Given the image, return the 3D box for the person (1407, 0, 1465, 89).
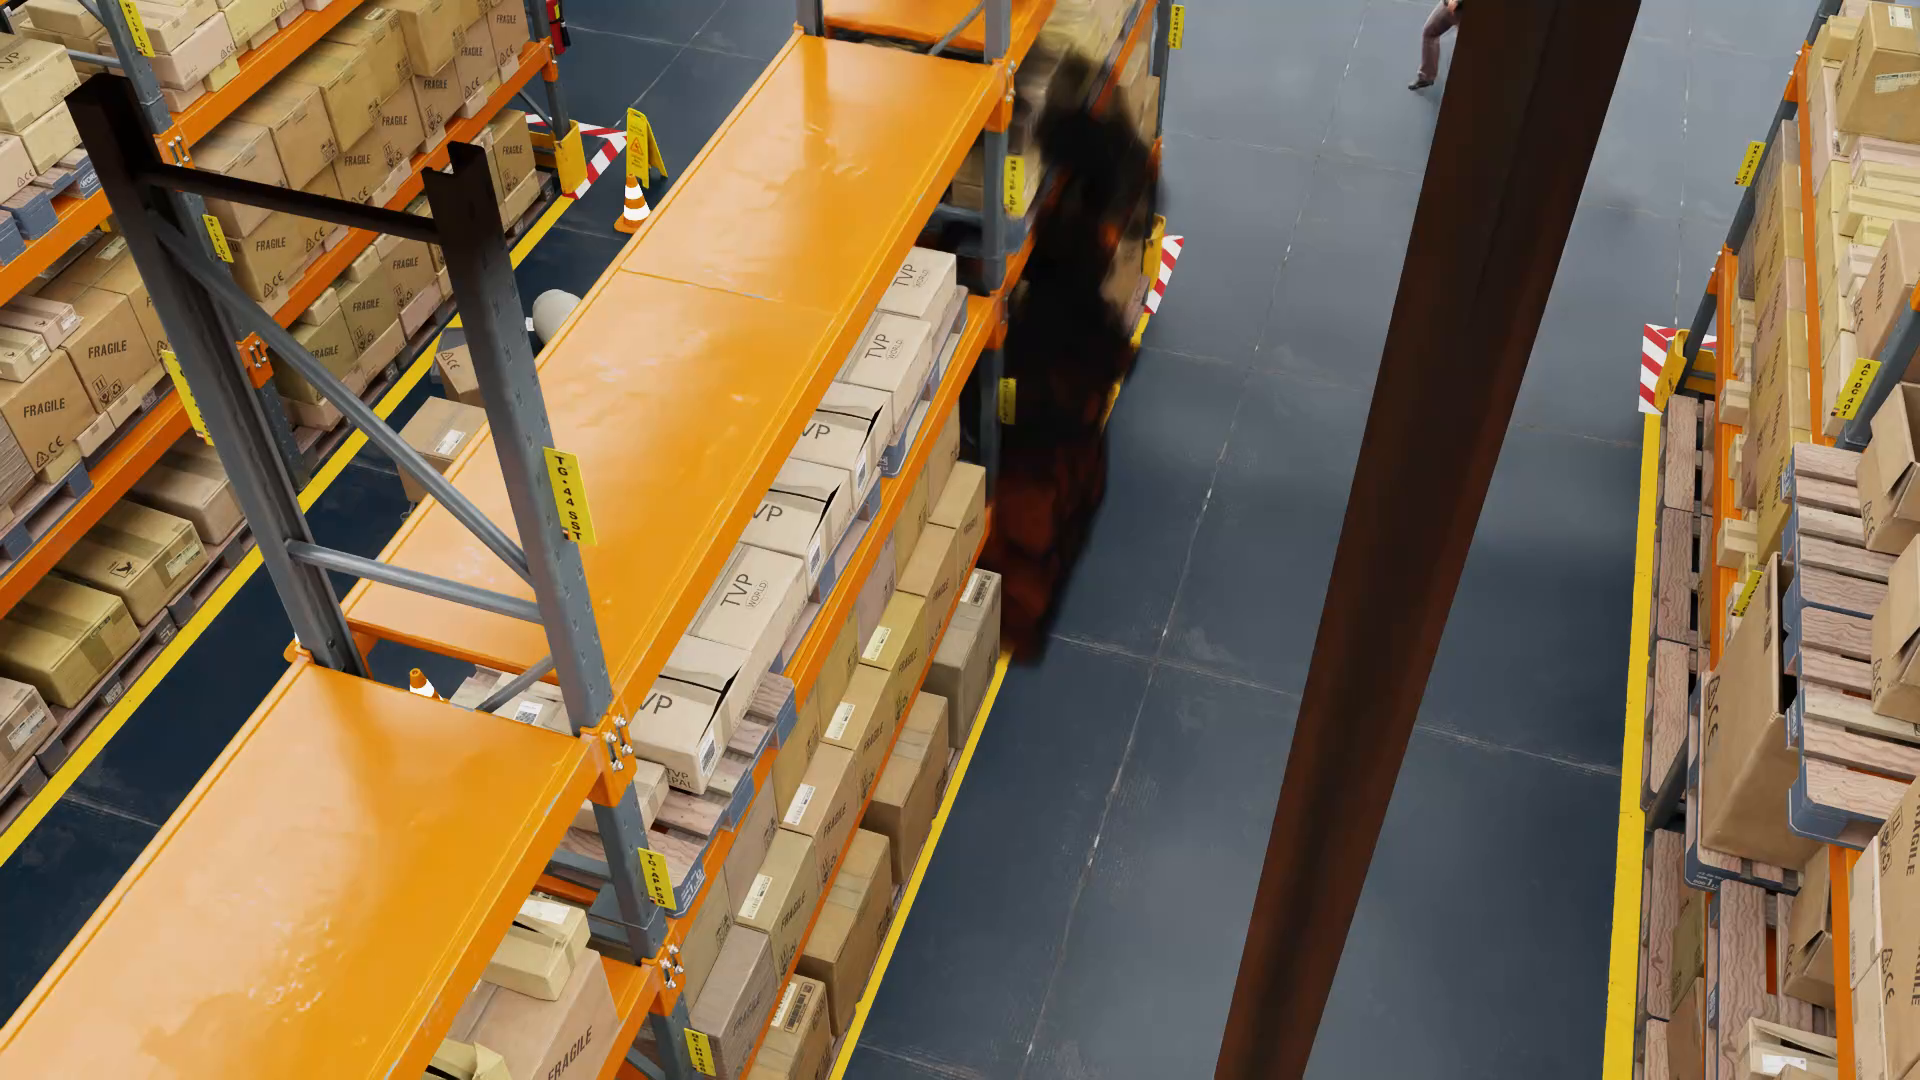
[{"bbox_3d":[4.385,-4.622,14.446,0.683,1.788,0.767,-28,52,-24],"label":"person"}]
